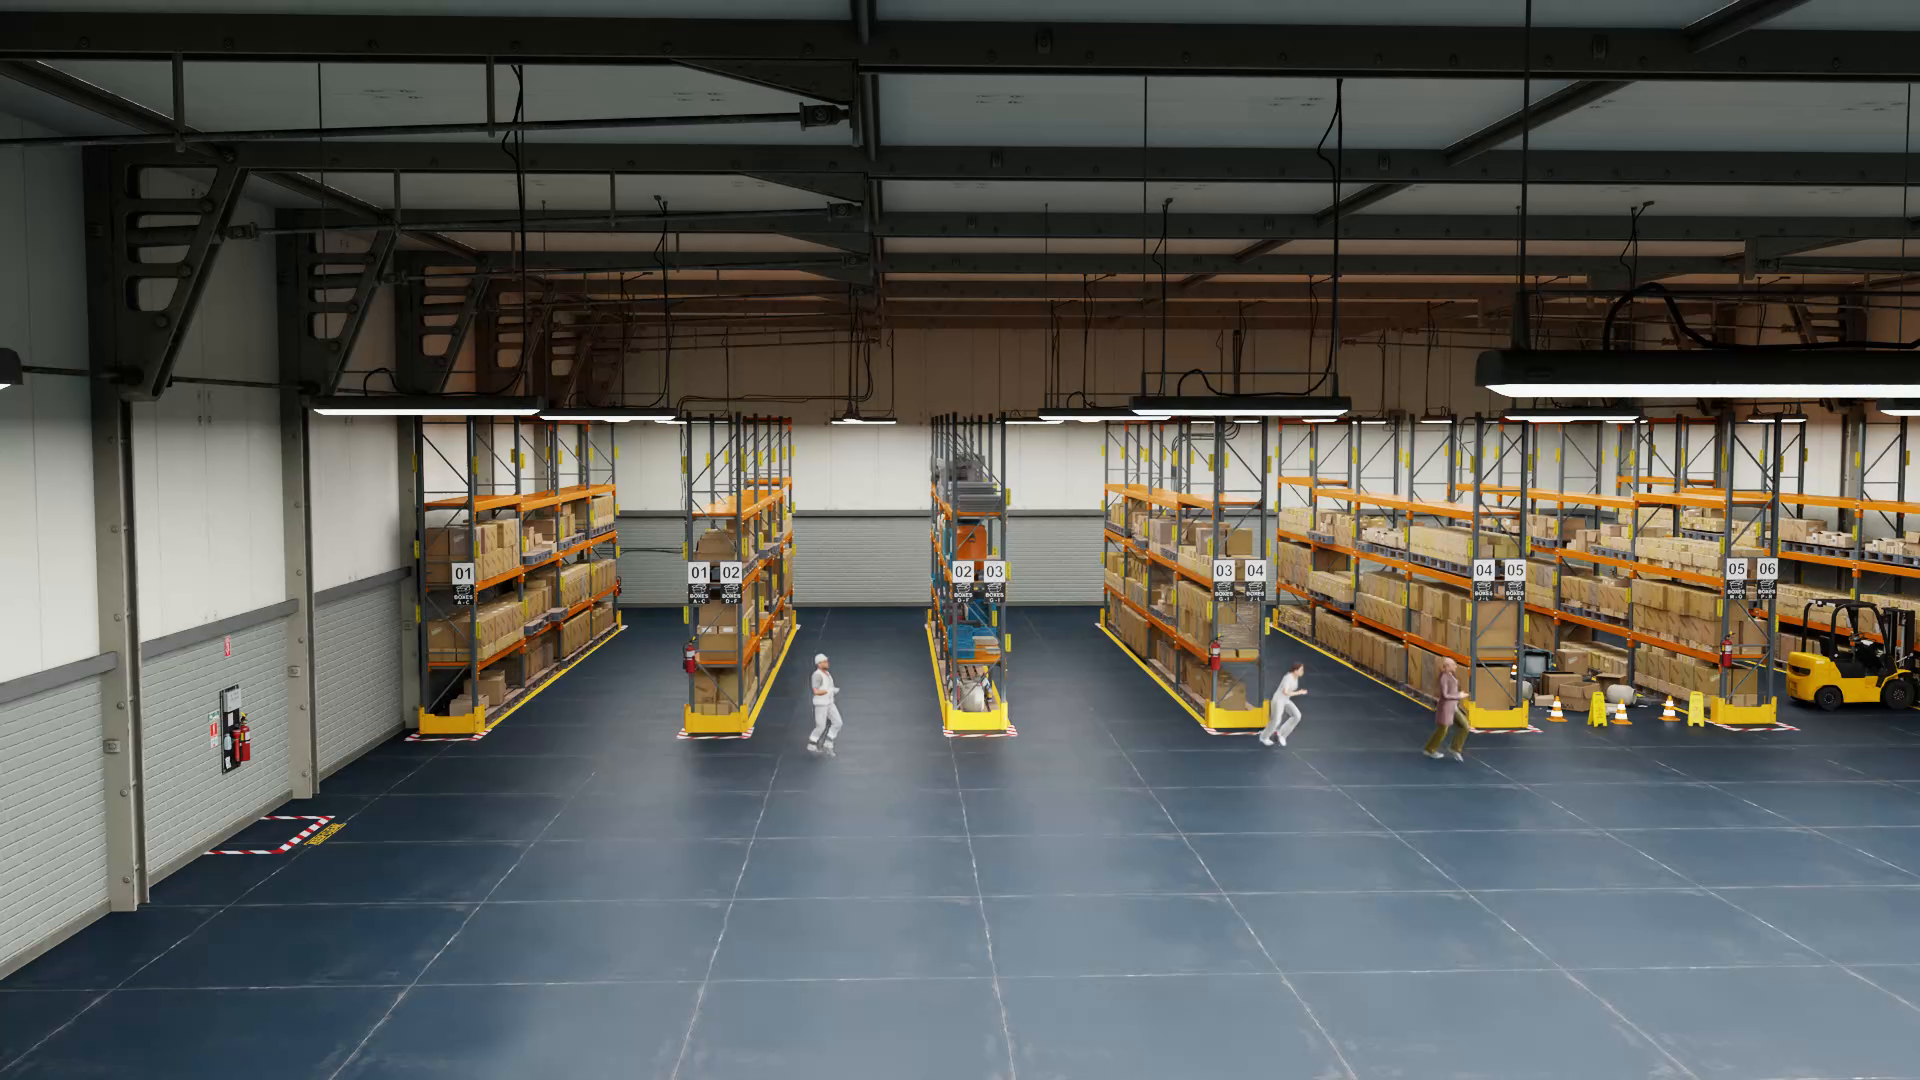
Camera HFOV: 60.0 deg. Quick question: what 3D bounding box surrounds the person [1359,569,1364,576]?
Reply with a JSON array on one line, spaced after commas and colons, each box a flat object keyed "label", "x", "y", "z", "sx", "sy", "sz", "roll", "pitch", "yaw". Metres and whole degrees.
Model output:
[{"label": "person", "x": 11.301, "y": 1.684, "z": 46.975, "sx": 0.578, "sy": 1.753, "sz": 0.747, "roll": -1, "pitch": 4, "yaw": -19}]

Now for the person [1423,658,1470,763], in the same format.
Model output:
[{"label": "person", "x": 8.298, "y": 2.899, "z": 28.424, "sx": 0.765, "sy": 1.783, "sz": 0.656, "roll": 3, "pitch": 5, "yaw": 39}]

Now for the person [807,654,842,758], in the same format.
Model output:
[{"label": "person", "x": -2.322, "y": 2.879, "z": 28.734, "sx": 0.689, "sy": 1.820, "sz": 0.631, "roll": 2, "pitch": 4, "yaw": 26}]

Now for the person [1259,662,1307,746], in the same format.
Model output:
[{"label": "person", "x": 5.803, "y": 2.923, "z": 29.766, "sx": 0.924, "sy": 1.539, "sz": 0.594, "roll": 3, "pitch": 5, "yaw": 36}]
